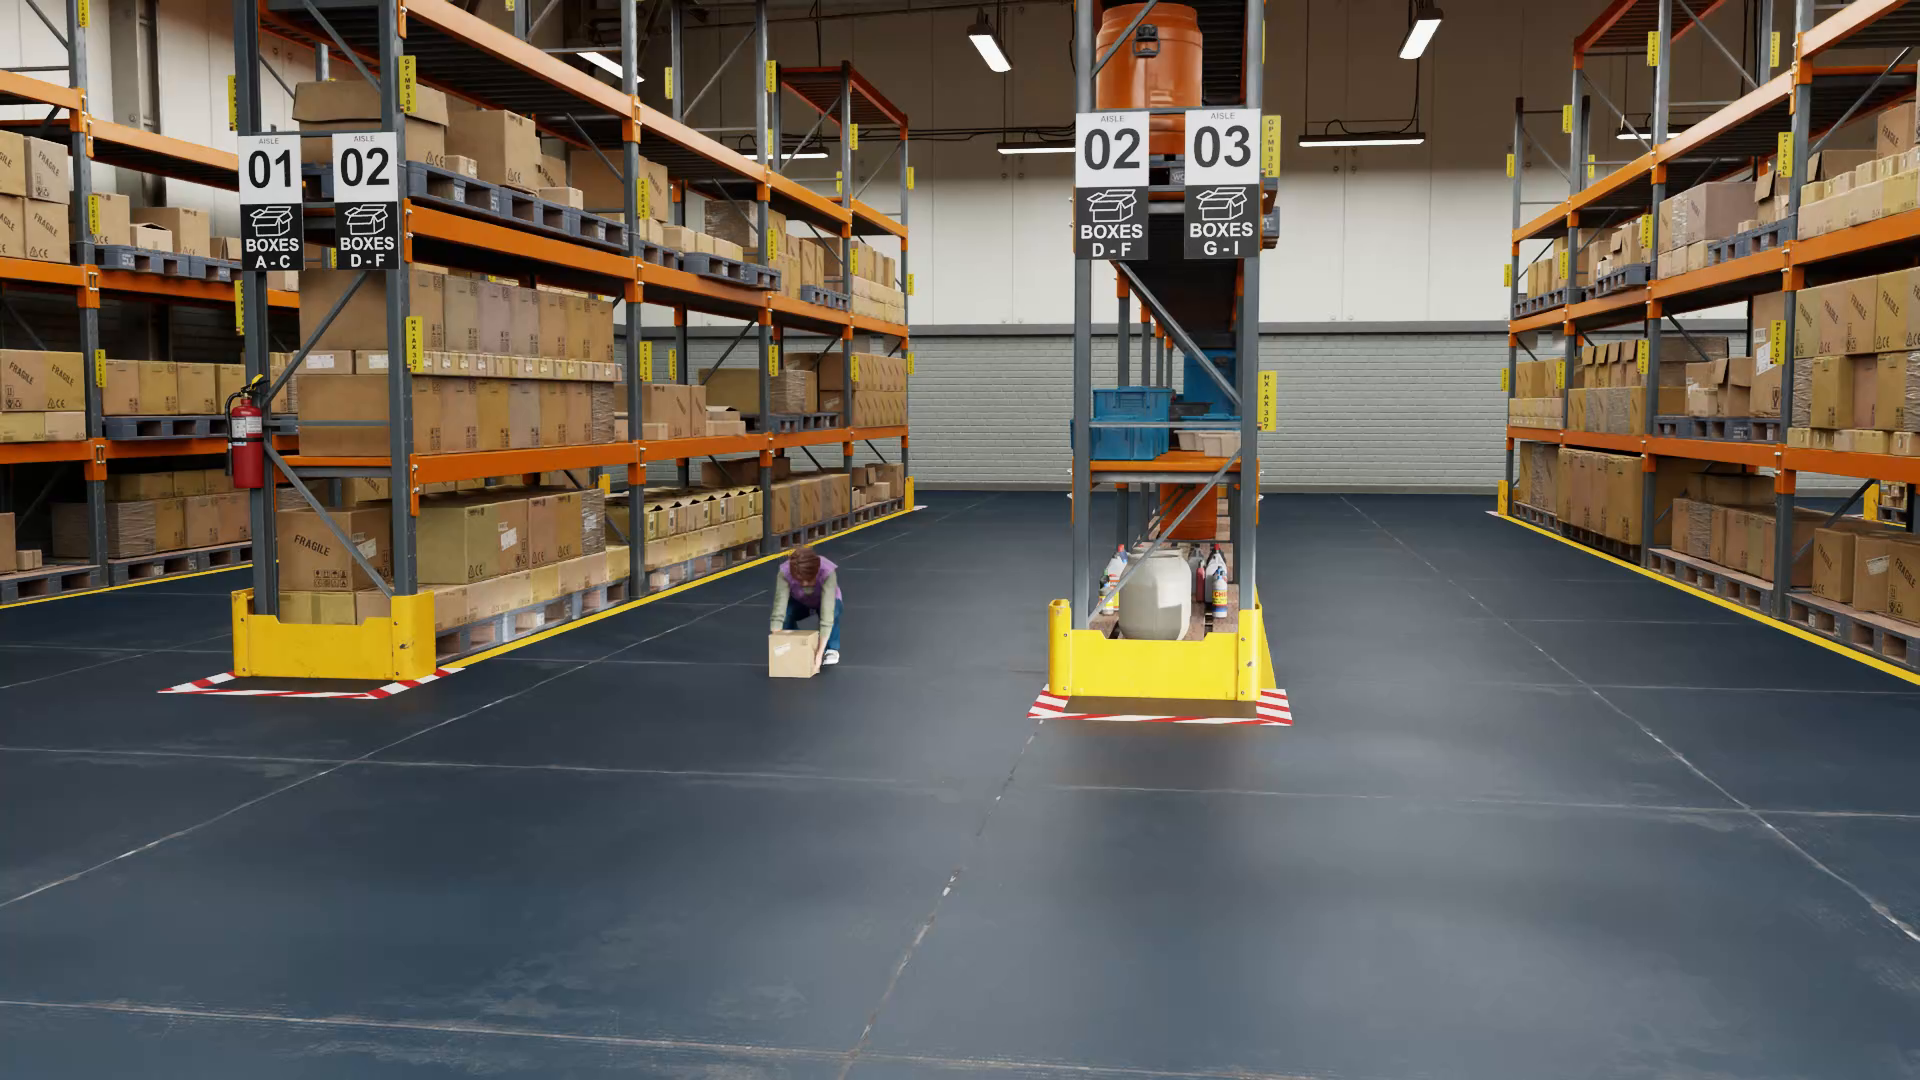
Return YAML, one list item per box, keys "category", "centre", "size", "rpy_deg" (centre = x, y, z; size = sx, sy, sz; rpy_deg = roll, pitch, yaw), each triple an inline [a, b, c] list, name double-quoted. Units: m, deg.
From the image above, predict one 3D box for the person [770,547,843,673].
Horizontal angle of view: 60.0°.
- category: "person"
  centre: [-0.941, 0.405, 10.327]
  size: [0.436, 0.767, 0.806]
  rpy_deg: [1, 5, 9]
